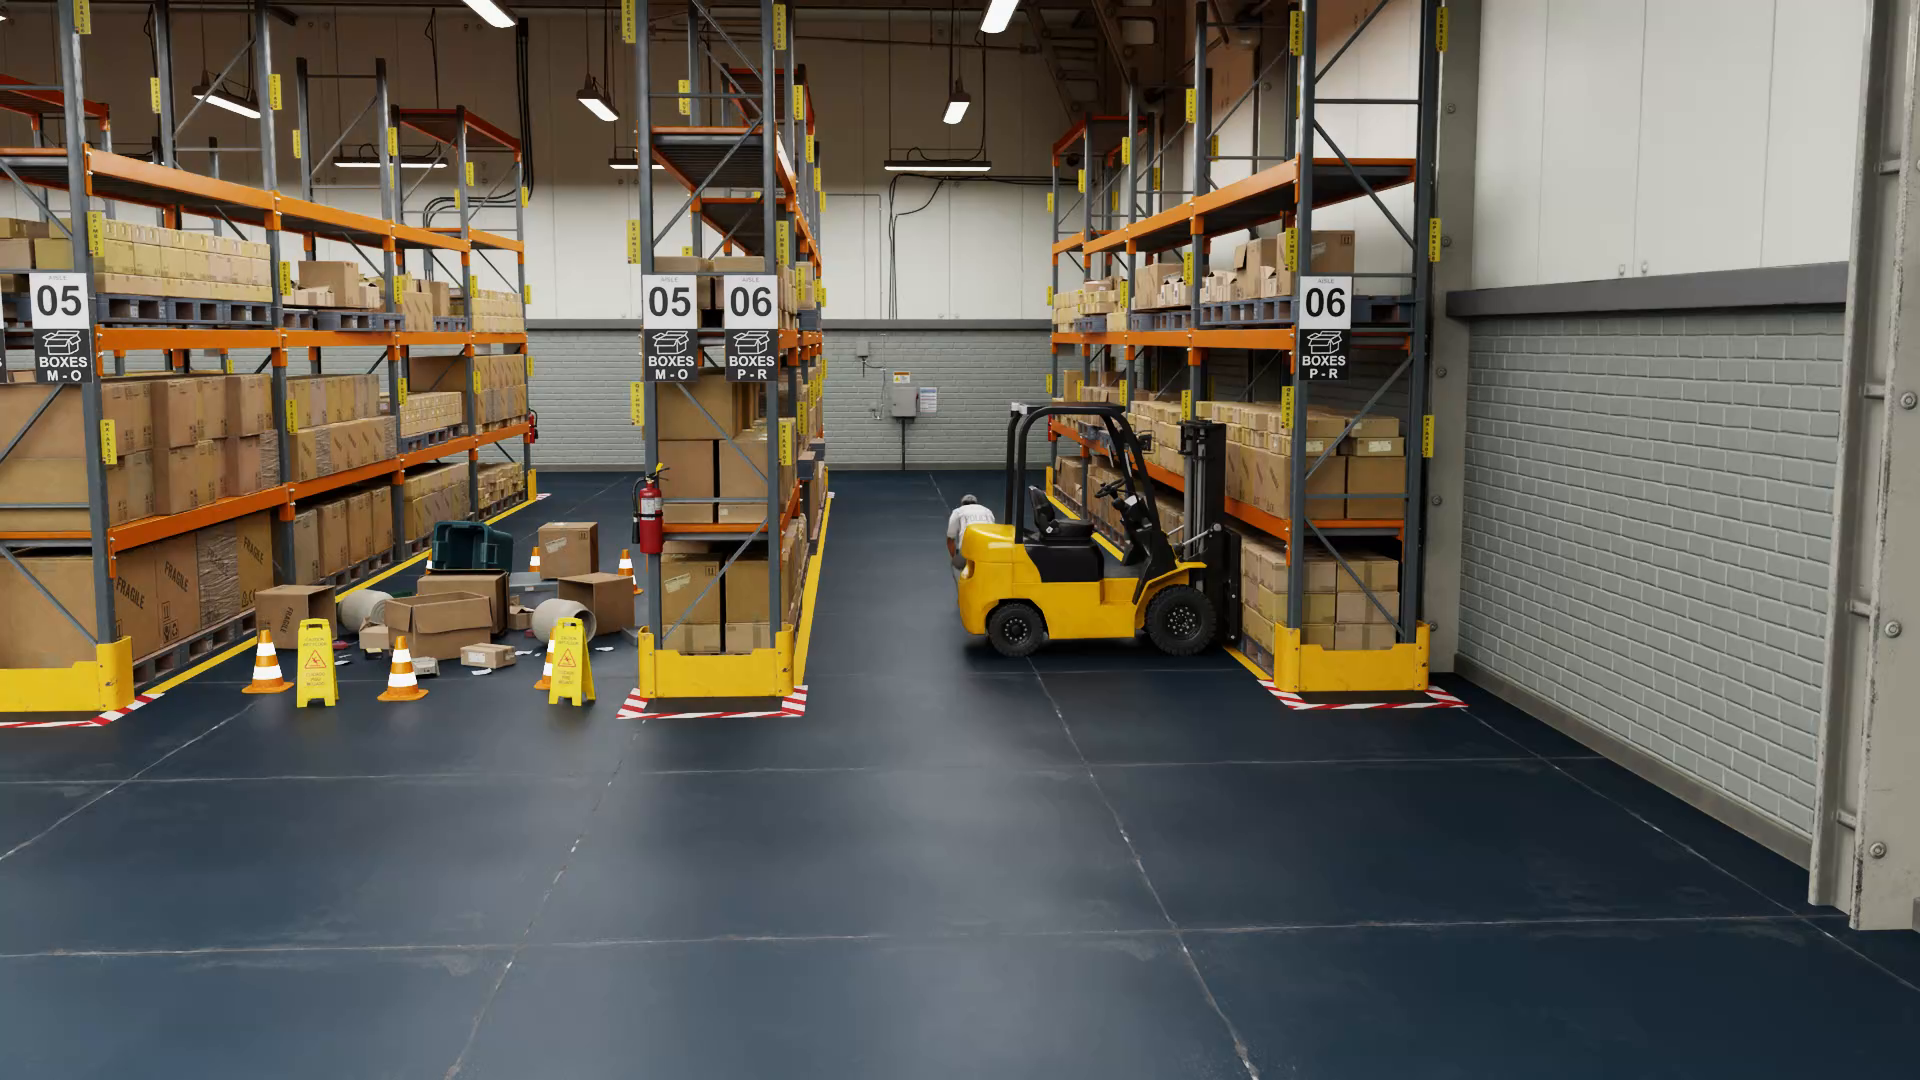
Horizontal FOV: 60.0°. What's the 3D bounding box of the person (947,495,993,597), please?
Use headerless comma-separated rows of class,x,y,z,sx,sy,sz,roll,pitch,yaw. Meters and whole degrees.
person,0.141,0.085,17.156,0.538,1.055,0.826,0,7,-4
